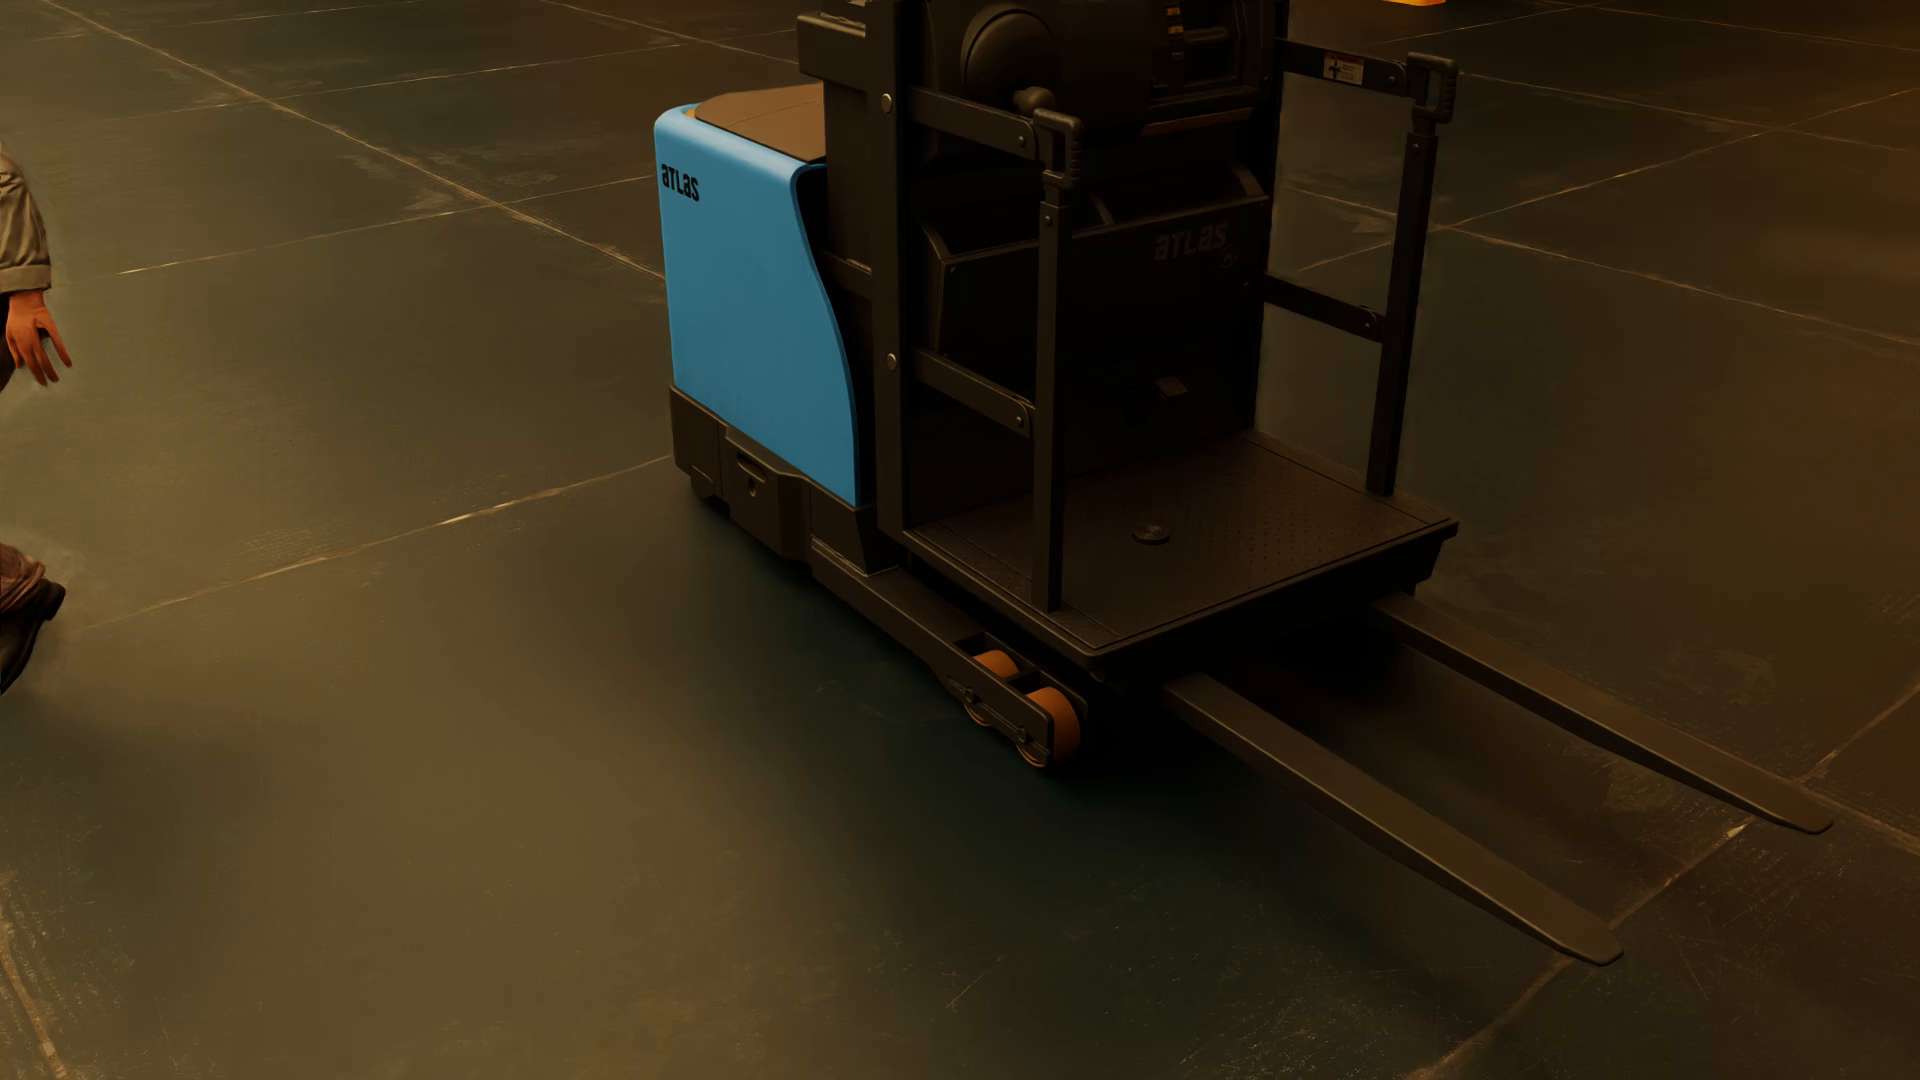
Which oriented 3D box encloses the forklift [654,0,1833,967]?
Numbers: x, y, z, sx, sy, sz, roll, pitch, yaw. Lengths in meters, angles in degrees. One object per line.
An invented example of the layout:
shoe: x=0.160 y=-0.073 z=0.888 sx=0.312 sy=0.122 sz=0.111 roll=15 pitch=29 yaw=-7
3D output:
forklift: x=0.430 y=-1.075 z=3.370 sx=1.130 sy=2.935 sz=3.031 roll=-17 pitch=31 yaw=-31

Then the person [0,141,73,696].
person: x=-2.300 y=-0.439 z=3.588 sx=0.596 sy=1.625 sz=0.802 roll=-19 pitch=32 yaw=-33
